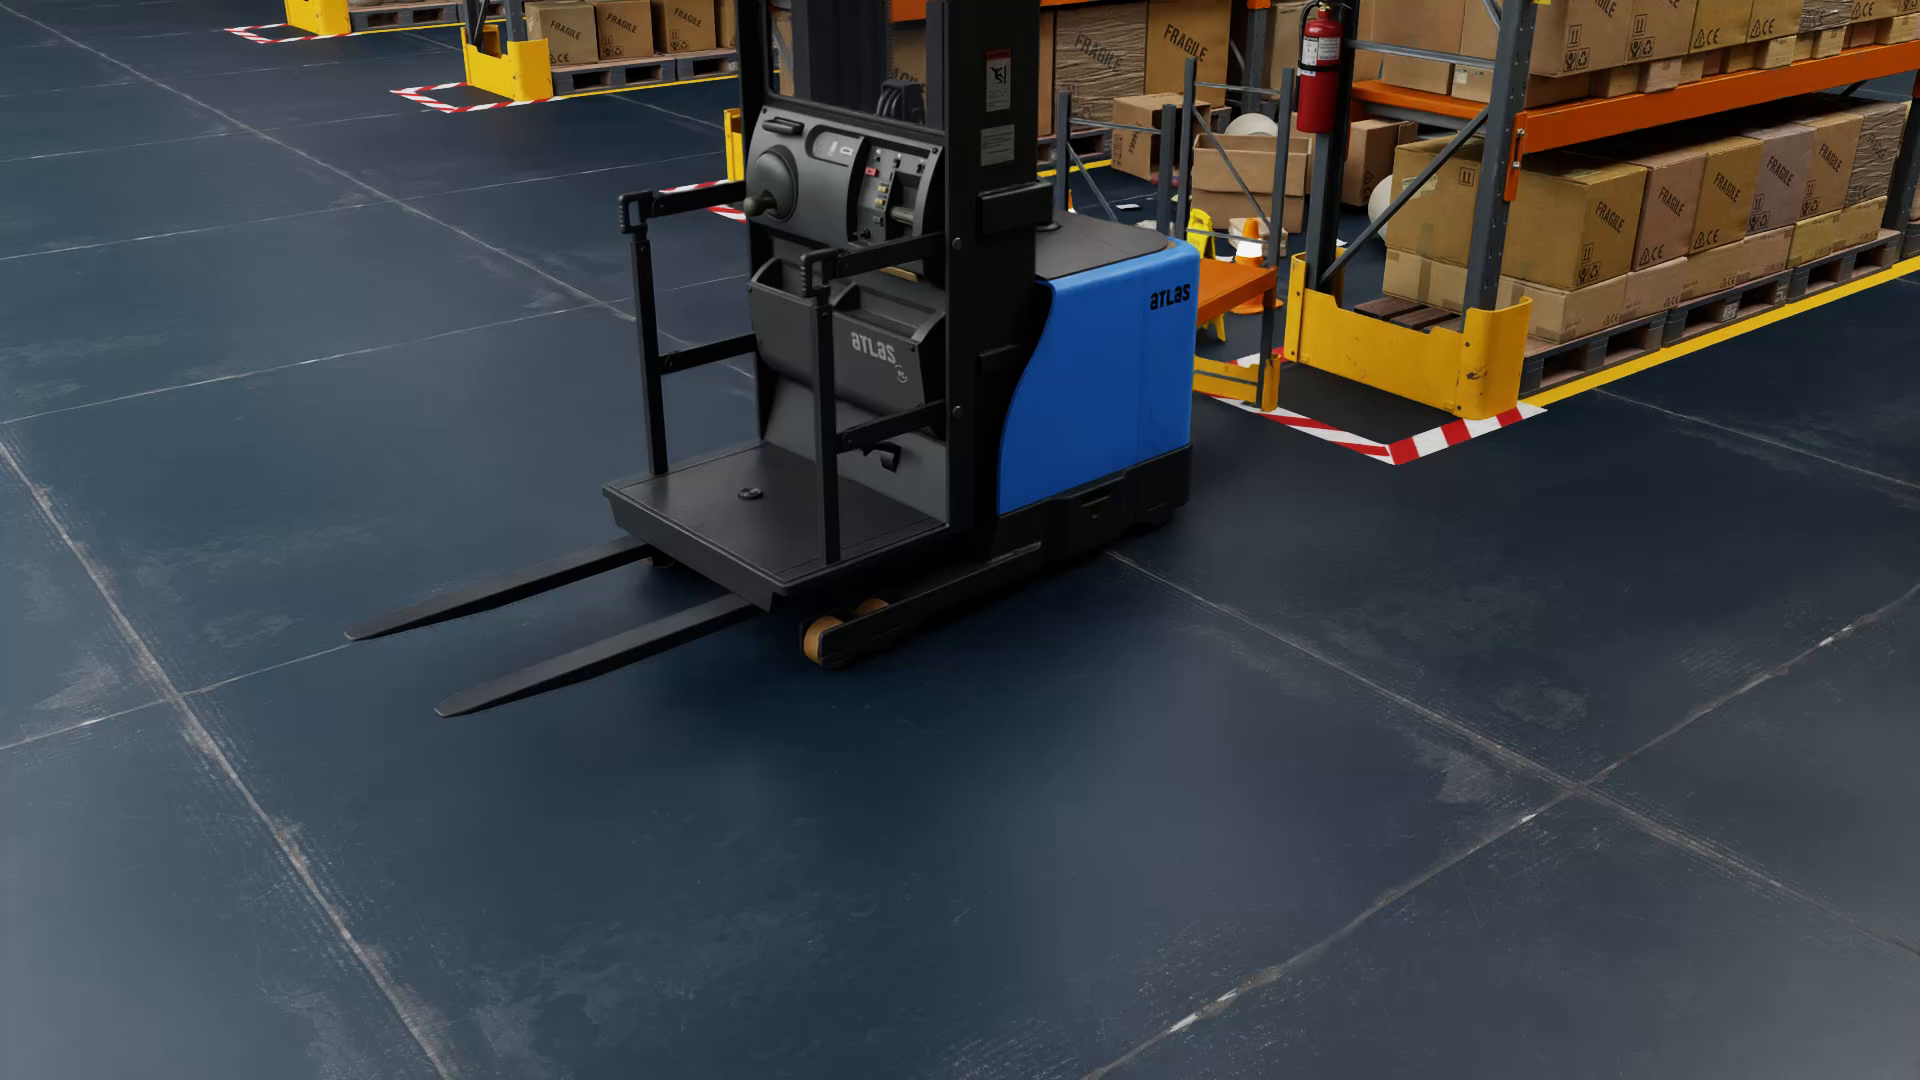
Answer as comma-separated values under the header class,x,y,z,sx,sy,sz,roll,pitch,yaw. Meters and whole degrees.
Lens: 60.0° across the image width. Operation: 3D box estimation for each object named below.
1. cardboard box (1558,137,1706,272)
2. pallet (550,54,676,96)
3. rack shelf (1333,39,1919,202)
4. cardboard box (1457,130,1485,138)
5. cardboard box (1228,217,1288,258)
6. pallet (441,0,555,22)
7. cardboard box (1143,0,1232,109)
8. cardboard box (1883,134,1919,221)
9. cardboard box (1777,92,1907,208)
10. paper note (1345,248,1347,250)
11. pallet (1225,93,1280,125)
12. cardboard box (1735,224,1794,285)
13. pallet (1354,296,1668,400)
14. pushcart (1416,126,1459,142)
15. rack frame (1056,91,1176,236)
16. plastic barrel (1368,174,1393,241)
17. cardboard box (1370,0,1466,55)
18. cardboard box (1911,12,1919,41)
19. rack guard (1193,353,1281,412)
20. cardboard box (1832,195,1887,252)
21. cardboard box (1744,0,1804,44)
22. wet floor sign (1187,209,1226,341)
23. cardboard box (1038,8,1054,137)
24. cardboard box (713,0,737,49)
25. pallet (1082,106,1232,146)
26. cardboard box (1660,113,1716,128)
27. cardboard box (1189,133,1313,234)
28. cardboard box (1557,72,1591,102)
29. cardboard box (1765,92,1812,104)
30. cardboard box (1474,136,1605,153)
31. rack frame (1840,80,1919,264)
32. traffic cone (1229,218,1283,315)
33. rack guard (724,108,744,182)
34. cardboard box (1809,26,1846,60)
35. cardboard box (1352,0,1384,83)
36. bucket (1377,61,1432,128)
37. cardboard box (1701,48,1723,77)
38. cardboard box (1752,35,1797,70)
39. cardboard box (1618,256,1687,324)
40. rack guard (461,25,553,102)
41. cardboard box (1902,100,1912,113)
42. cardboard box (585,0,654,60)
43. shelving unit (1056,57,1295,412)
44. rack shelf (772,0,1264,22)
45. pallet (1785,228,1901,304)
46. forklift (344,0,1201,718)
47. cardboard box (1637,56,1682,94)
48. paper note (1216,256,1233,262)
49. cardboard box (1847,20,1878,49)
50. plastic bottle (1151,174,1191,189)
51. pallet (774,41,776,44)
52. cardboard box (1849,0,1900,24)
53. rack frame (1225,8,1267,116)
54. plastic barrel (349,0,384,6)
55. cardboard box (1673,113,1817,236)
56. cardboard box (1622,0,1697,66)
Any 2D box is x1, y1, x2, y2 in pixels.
class,x,y,z,sx,sy,sz,roll,pitch,yaw
cardboard box,3.236,-1.645,8.108,0.500,0.500,0.500,-20,31,-36
pallet,-3.391,-4.337,15.345,1.213,0.211,1.003,-18,31,-34
rack shelf,3.577,-2.293,8.483,4.000,0.370,1.077,-18,31,-34
cardboard box,2.720,-2.090,8.296,0.250,0.149,0.380,-17,30,-33
cardboard box,1.788,-1.817,9.987,0.250,0.149,0.380,-3,25,-7
pallet,-5.535,-6.319,19.614,1.213,0.211,1.003,-18,31,-34
cardboard box,1.479,-3.839,12.985,0.875,0.875,0.875,-18,30,-33
cardboard box,5.562,-2.275,10.211,0.625,0.372,0.950,-18,30,-33
cardboard box,4.851,-2.180,9.261,0.500,0.500,0.500,-19,31,-35
paper note,2.304,-1.742,9.992,0.123,0.001,0.032,-18,31,-34
pallet,2.578,-3.713,14.000,1.213,0.211,1.003,-18,31,-34
cardboard box,4.036,-1.568,8.832,0.500,0.250,0.500,-18,30,-33
pallet,2.724,-1.054,8.271,1.213,0.211,1.003,-18,31,-34
pushcart,3.705,-2.692,11.602,1.648,0.377,0.936,15,29,29
rack frame,0.591,-0.990,6.602,0.500,1.500,0.032,17,30,32
plastic barrel,2.694,-1.970,9.991,0.421,0.421,0.512,1,25,2
cardboard box,2.260,-2.513,7.629,0.500,0.500,0.500,-19,31,-35
cardboard box,5.086,-2.841,9.106,0.250,0.149,0.380,-19,31,-35
rack guard,1.181,-0.771,7.614,0.587,0.250,0.087,17,30,32
cardboard box,4.851,-1.840,9.419,0.500,0.250,0.500,-17,30,-32
cardboard box,3.748,-2.715,8.064,0.500,0.500,0.500,-19,31,-35
wet floor sign,1.193,-1.337,8.365,0.232,0.644,0.267,-8,26,-16
cardboard box,0.053,-3.368,11.968,0.875,0.875,0.875,-19,31,-35
cardboard box,-2.190,-5.050,16.038,0.500,0.500,0.500,-22,33,-38
pallet,1.370,-3.316,13.145,1.213,0.211,1.003,-18,31,-34
cardboard box,3.697,-2.082,9.049,0.500,0.500,0.500,-16,30,-31
cardboard box,1.823,-2.263,10.528,0.797,0.503,0.637,5,25,11
cardboard box,2.588,-2.076,7.459,0.250,0.149,0.380,-18,30,-33
cardboard box,4.520,-2.359,9.646,0.500,0.500,0.500,-17,30,-32
cardboard box,2.881,-1.815,8.474,0.500,0.500,0.500,-17,30,-32
rack frame,5.151,-3.139,9.451,0.127,3.000,1.000,-18,31,-34
traffic cone,1.546,-1.489,8.908,0.334,0.463,0.336,-18,31,-34
rack guard,-1.150,-2.574,11.202,0.348,0.500,1.175,-18,31,-34
cardboard box,4.288,-2.576,8.535,0.250,0.149,0.380,-19,31,-35
cardboard box,3.211,-4.363,14.262,0.750,0.750,1.050,-18,31,-34
bucket,3.332,-3.158,11.575,0.620,0.611,0.726,2,23,-21
cardboard box,3.429,-2.336,8.018,0.250,0.149,0.380,-17,30,-32
cardboard box,3.889,-2.440,8.244,0.250,0.149,0.380,-18,30,-34
cardboard box,3.215,-1.291,8.237,0.500,0.250,0.500,-17,30,-32
rack guard,-4.052,-4.269,14.855,0.348,0.500,1.175,-18,31,-34
cardboard box,6.672,-2.644,11.006,0.625,0.372,0.950,-17,30,-32
cardboard box,-3.161,-4.763,15.420,0.500,0.500,0.500,-10,27,-21
shelving unit,0.892,-1.167,6.983,0.587,1.500,1.083,17,30,32
rack shelf,0.443,-3.907,11.960,4.000,0.370,1.077,-18,31,-34
pallet,4.644,-1.688,9.637,1.213,0.211,1.003,-18,31,-34
forklift,-0.544,-1.163,5.274,3.031,2.935,1.130,-21,32,-37
cardboard box,3.075,-2.169,7.659,0.250,0.149,0.380,-18,30,-33
paper note,1.519,-1.658,9.787,0.148,0.019,0.142,15,29,29
cardboard box,4.640,-2.732,8.872,0.250,0.149,0.380,-18,30,-34
plastic bottle,1.478,-2.481,11.523,0.283,0.061,0.133,15,29,29
pallet,-1.471,-4.971,16.711,1.213,0.211,1.003,-18,31,-34
cardboard box,4.554,-2.986,8.648,0.500,0.500,0.500,-17,30,-32
rack frame,2.017,-4.753,12.928,0.127,3.000,1.000,-18,31,-34
plastic barrel,-6.697,-6.282,18.679,0.421,0.512,0.421,0,25,0
cardboard box,4.051,-1.914,8.689,0.500,0.500,0.500,-16,30,-31
cardboard box,2.953,-2.447,7.488,0.500,0.500,0.500,-17,30,-33
